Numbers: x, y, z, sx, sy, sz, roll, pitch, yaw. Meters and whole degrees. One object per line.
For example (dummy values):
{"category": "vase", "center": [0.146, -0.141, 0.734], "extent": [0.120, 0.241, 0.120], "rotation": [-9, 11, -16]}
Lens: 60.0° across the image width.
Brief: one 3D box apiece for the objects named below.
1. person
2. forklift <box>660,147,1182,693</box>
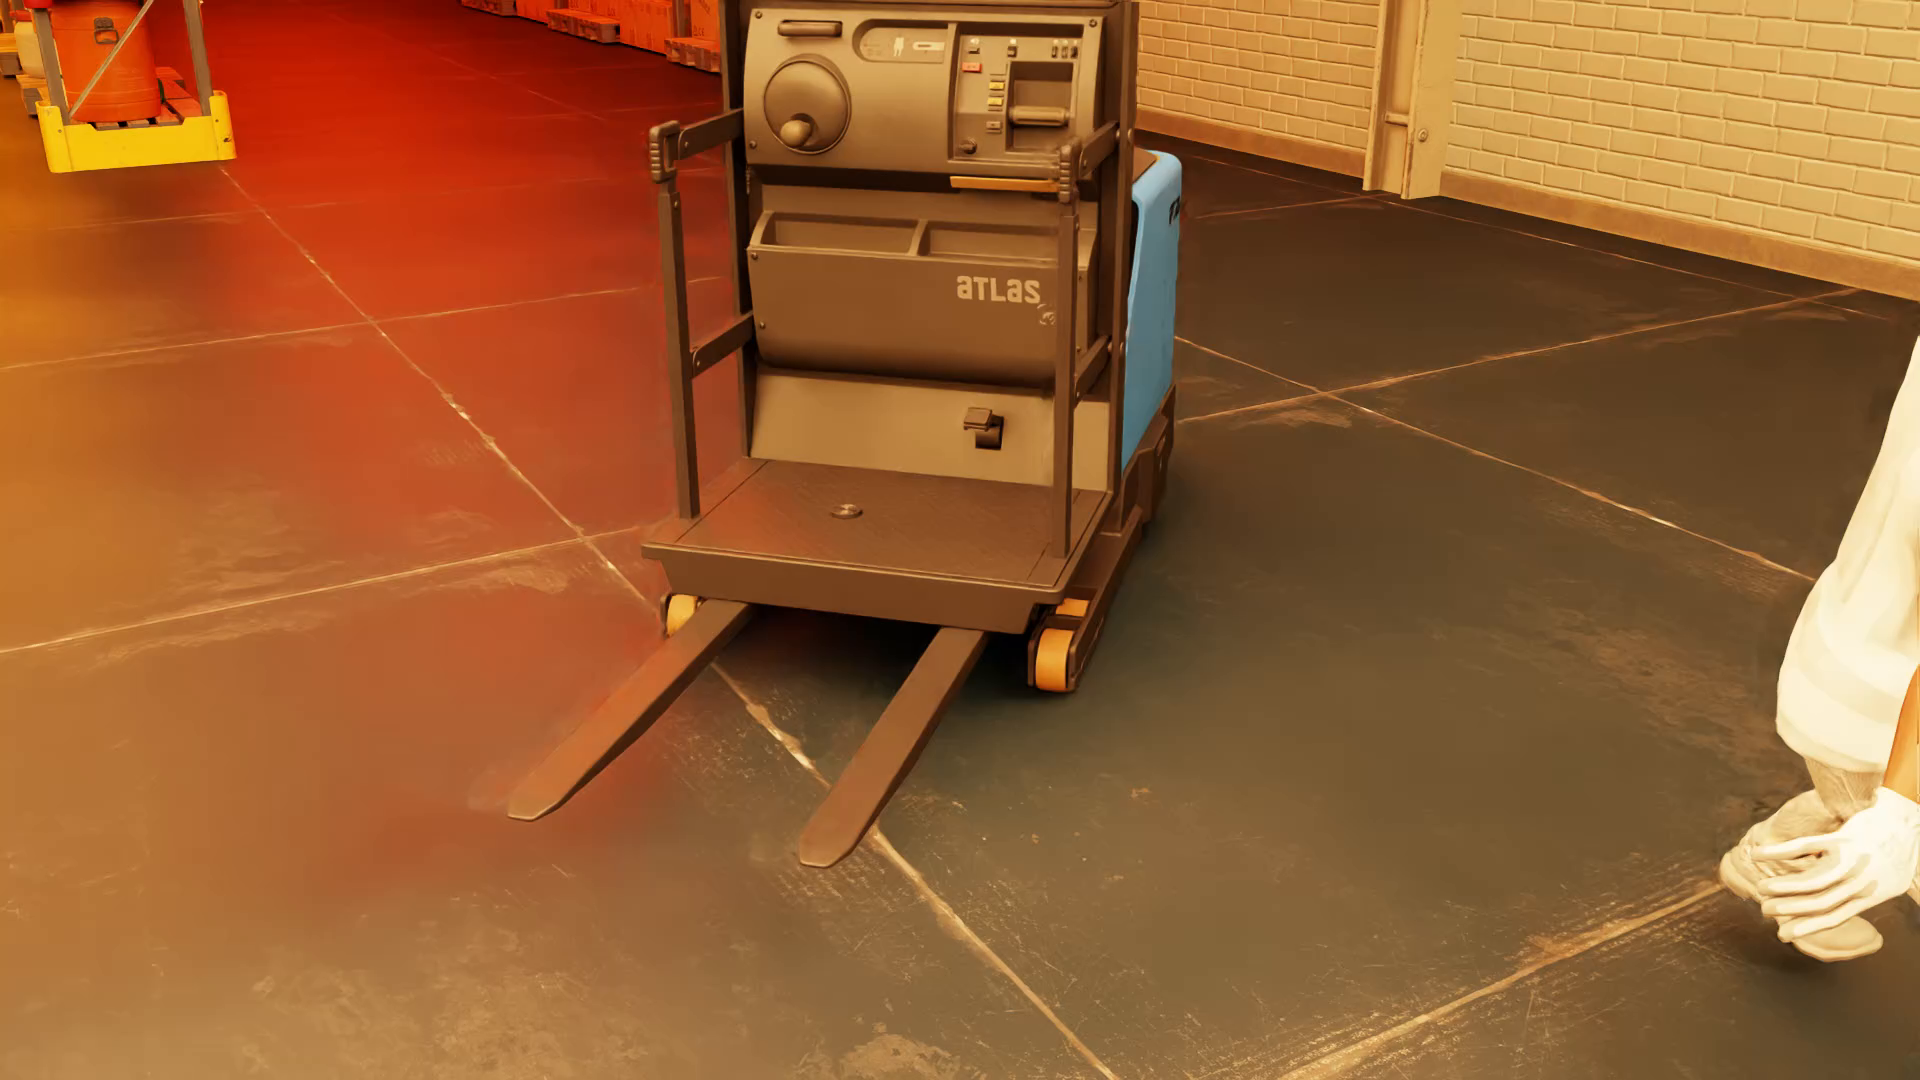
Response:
{"category": "person", "center": [1.444, 0.347, 2.423], "extent": [0.556, 1.582, 1.232], "rotation": [12, 25, 26]}
{"category": "forklift", "center": [-0.159, -1.133, 4.034], "extent": [1.130, 2.935, 3.031], "rotation": [6, 23, 14]}
